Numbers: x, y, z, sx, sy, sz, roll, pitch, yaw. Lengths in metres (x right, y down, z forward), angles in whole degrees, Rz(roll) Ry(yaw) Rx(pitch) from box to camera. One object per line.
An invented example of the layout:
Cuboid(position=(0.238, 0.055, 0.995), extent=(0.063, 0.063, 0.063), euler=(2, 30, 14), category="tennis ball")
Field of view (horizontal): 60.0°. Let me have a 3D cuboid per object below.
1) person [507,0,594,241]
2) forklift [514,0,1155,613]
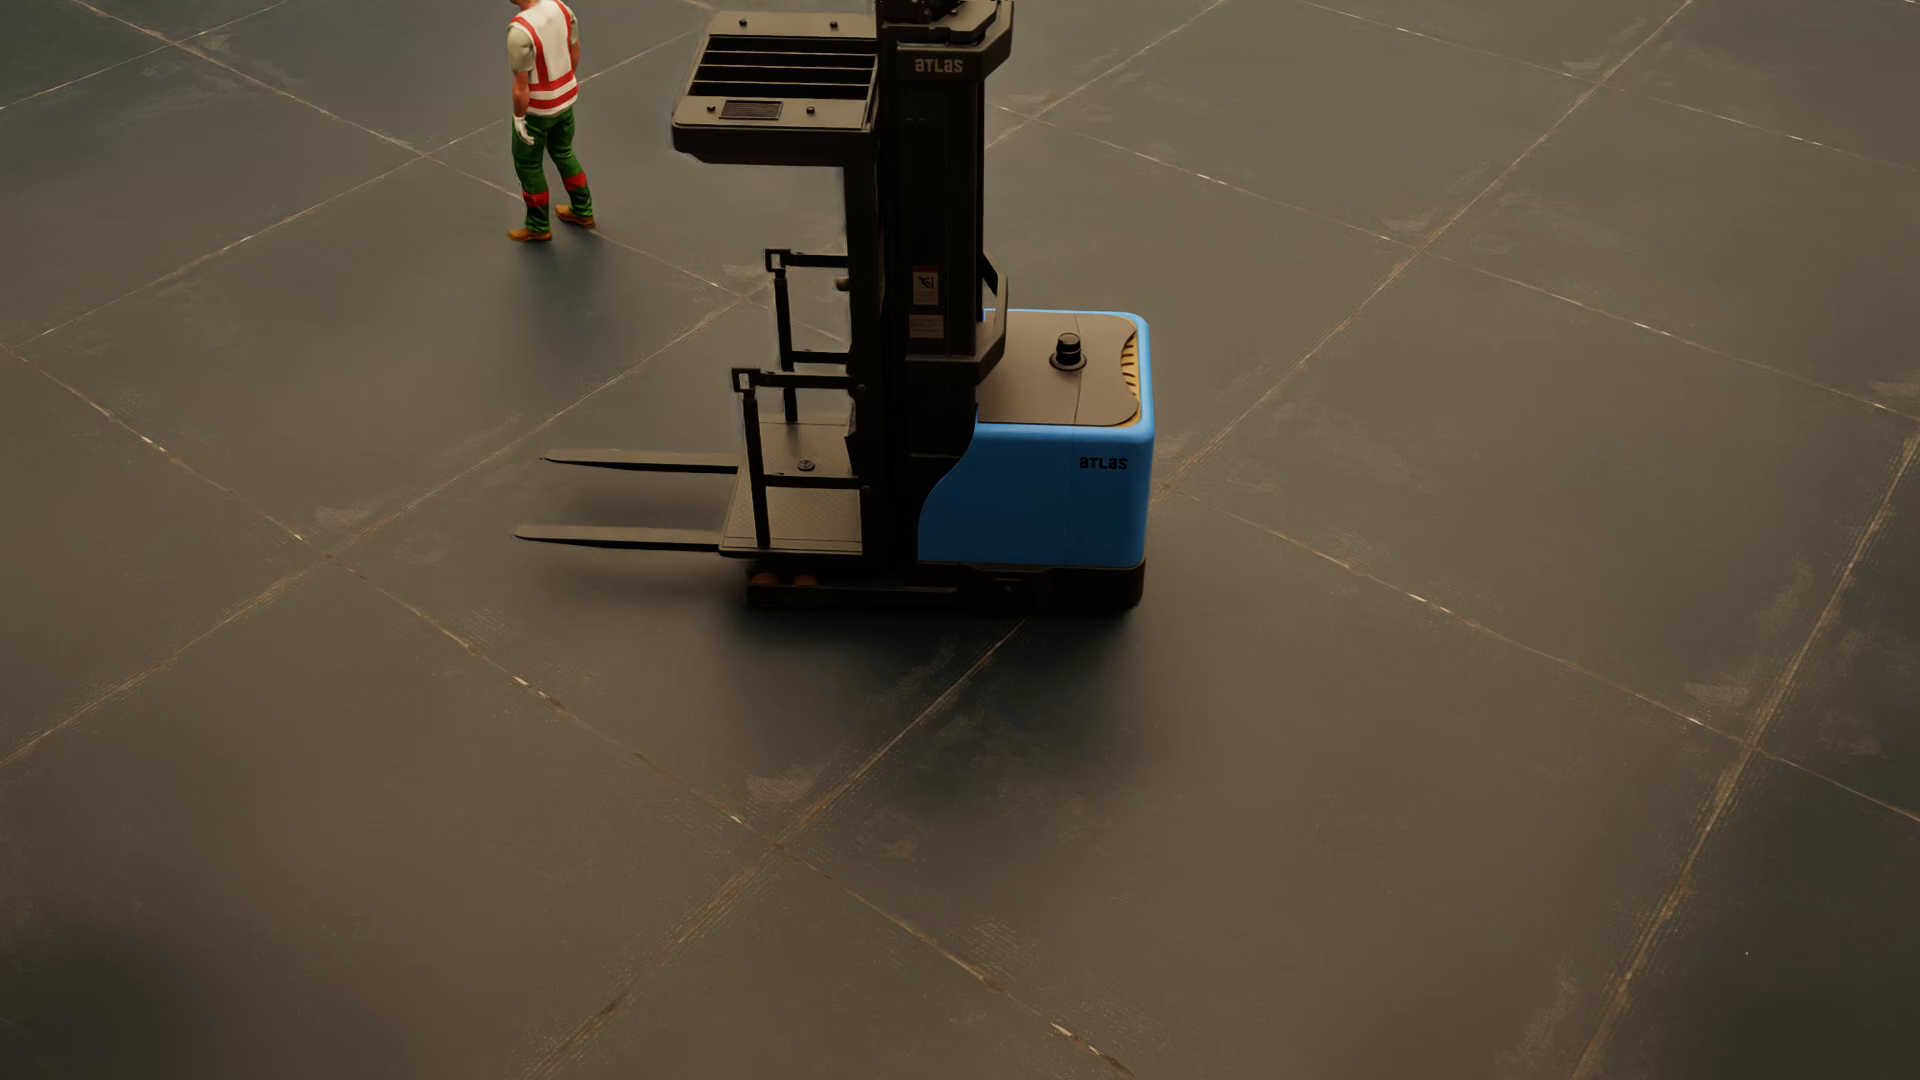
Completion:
Cuboid(position=(-2.571, -2.668, 10.111), extent=(0.501, 1.811, 0.631), euler=(20, 44, 21), category="person")
Cuboid(position=(-0.622, -1.130, 7.400), extent=(3.031, 2.935, 1.130), euler=(2, 40, 2), category="forklift")
